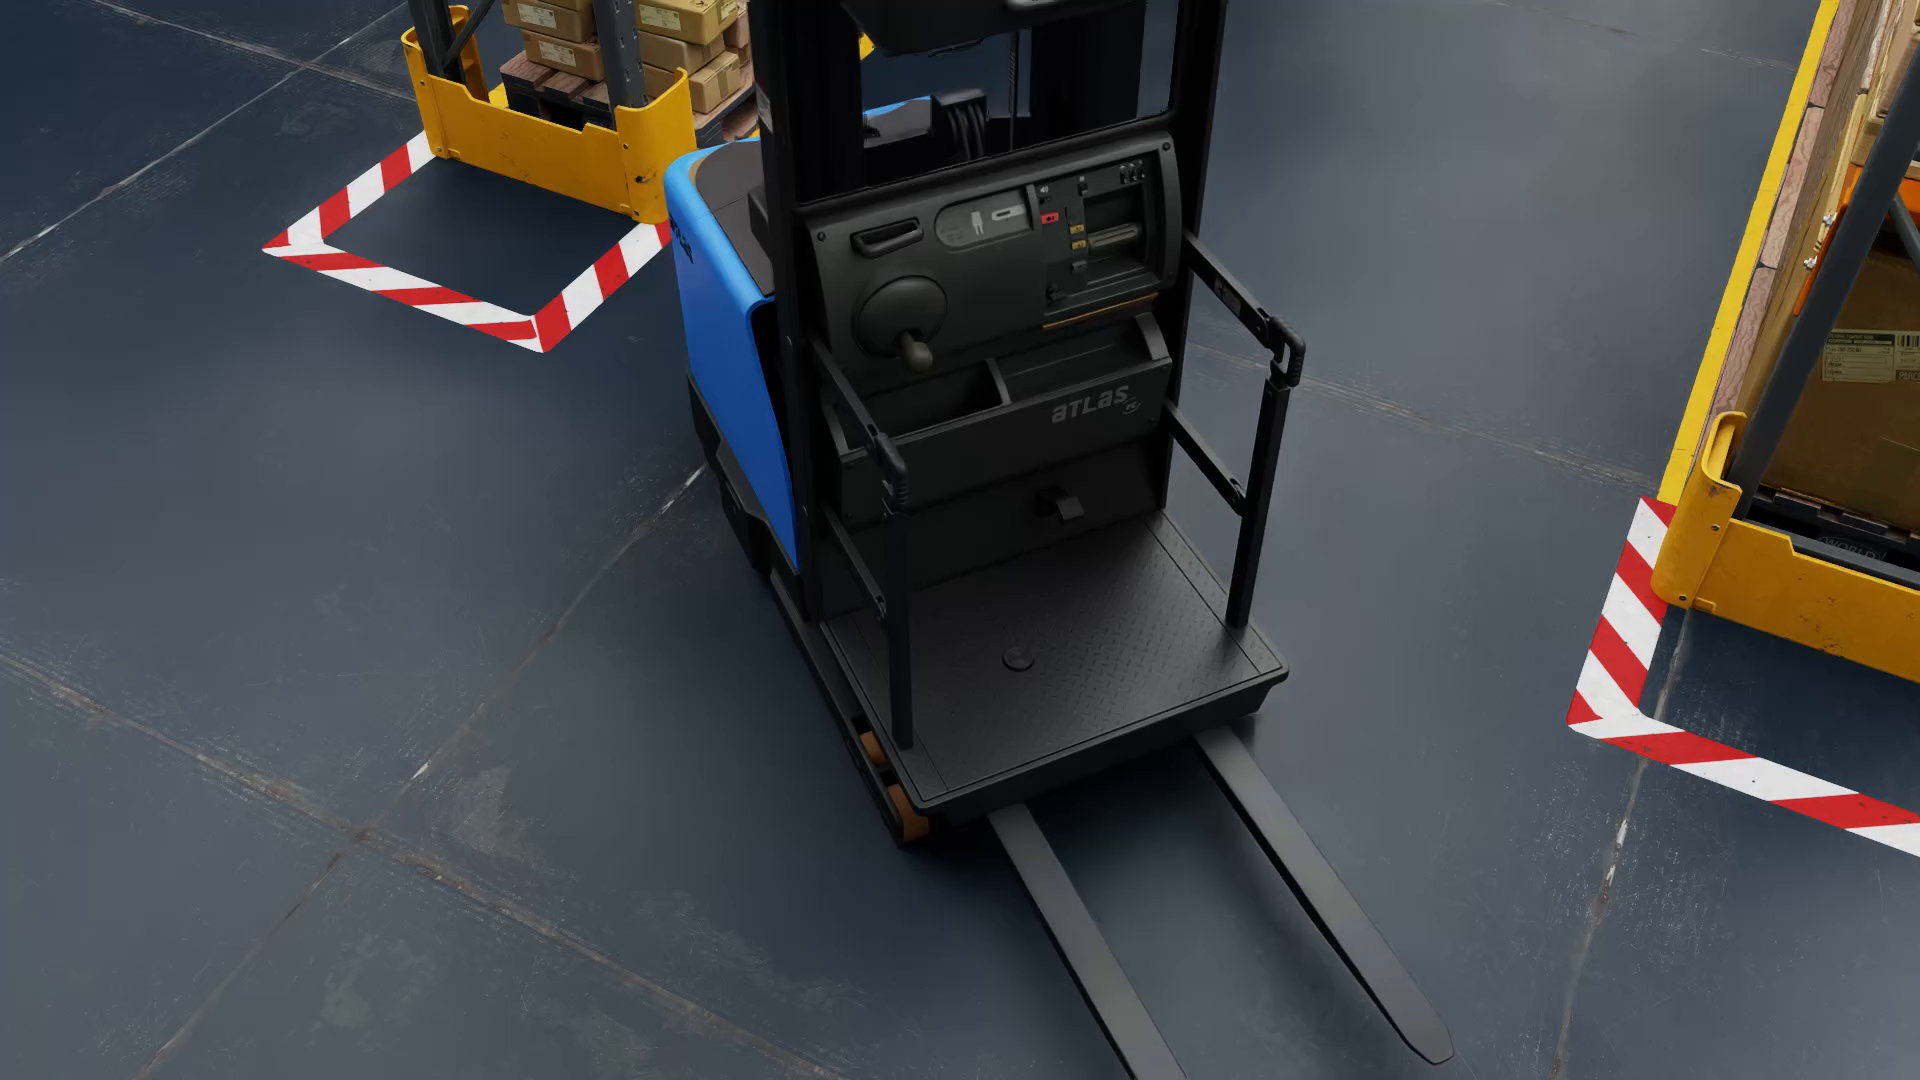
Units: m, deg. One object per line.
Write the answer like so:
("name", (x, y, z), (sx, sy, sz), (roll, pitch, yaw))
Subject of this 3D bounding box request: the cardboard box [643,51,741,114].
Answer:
("cardboard box", (-1.114, -1.886, 6.714), (0.380, 0.149, 0.250), (21, 49, 20))

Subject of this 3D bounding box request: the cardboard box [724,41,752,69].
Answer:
("cardboard box", (-1.065, -2.078, 6.904), (0.380, 0.149, 0.250), (20, 49, 19))

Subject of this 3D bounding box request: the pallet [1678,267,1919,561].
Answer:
("pallet", (3.008, -0.364, 5.461), (1.003, 0.211, 1.213), (20, 49, 19))

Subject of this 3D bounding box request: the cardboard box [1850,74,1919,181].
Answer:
("cardboard box", (2.580, -1.059, 4.365), (0.380, 0.149, 0.250), (21, 49, 20))

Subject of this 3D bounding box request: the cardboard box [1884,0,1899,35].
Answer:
("cardboard box", (2.934, -1.539, 4.839), (0.380, 0.149, 0.250), (21, 49, 20))

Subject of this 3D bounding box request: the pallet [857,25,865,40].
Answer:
("pallet", (-0.629, -2.849, 7.918), (1.003, 0.211, 1.213), (20, 49, 19))

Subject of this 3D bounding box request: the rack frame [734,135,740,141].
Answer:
("rack frame", (-0.632, -0.895, 5.498), (0.006, 0.900, 0.240), (-33, 54, -29))

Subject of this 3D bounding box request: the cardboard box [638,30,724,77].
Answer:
("cardboard box", (-1.170, -2.011, 6.629), (0.380, 0.149, 0.250), (22, 49, 21))

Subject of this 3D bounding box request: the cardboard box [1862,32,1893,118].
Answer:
("cardboard box", (2.699, -1.224, 4.527), (0.380, 0.149, 0.250), (21, 49, 19))

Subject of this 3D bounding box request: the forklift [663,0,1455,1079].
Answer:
("forklift", (0.192, -0.582, 3.764), (1.130, 2.935, 3.031), (-18, 48, -17))

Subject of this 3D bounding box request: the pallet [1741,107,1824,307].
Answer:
("pallet", (3.575, -1.130, 6.218), (1.003, 0.211, 1.213), (20, 49, 19))

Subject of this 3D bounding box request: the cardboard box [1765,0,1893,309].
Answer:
("cardboard box", (3.355, -1.218, 5.544), (0.875, 0.875, 0.875), (20, 49, 19))

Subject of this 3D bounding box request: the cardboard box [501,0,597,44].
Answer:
("cardboard box", (-1.648, -2.193, 6.808), (0.380, 0.149, 0.250), (19, 48, 18))

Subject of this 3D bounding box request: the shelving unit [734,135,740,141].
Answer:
("shelving unit", (-0.557, -0.943, 5.547), (0.210, 0.900, 0.258), (-33, 54, -29))

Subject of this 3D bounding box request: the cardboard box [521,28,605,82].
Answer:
("cardboard box", (-1.581, -2.062, 6.888), (0.380, 0.149, 0.250), (21, 49, 20))

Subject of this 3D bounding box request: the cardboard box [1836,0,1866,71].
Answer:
("cardboard box", (4.186, -2.346, 6.658), (0.875, 0.875, 0.875), (20, 49, 19))

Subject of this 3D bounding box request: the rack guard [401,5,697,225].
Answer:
("rack guard", (-1.605, -1.685, 6.564), (1.175, 0.500, 0.348), (20, 49, 19))

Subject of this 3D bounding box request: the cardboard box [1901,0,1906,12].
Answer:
("cardboard box", (2.932, -1.579, 4.598), (0.500, 0.250, 0.500), (20, 49, 18))

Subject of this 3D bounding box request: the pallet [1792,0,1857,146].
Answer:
("pallet", (4.140, -1.901, 6.981), (1.003, 0.211, 1.213), (20, 49, 19))

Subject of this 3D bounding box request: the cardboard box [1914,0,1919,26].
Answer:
("cardboard box", (2.699, -1.524, 4.016), (0.500, 0.500, 0.500), (21, 49, 20))

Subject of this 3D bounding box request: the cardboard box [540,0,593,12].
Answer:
("cardboard box", (-1.619, -2.288, 6.693), (0.380, 0.149, 0.250), (21, 49, 19))

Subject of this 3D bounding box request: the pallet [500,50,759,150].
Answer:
("pallet", (-1.197, -2.084, 7.161), (1.003, 0.211, 1.213), (20, 49, 19))

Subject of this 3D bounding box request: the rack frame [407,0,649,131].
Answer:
("rack frame", (-1.640, -2.516, 5.628), (1.000, 3.000, 0.127), (20, 49, 19))

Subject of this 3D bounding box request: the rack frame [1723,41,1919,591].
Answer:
("rack frame", (2.706, -0.815, 3.946), (1.000, 3.000, 0.127), (20, 49, 19))

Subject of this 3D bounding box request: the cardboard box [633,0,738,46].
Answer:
("cardboard box", (-1.096, -2.088, 6.496), (0.380, 0.149, 0.250), (18, 48, 17))

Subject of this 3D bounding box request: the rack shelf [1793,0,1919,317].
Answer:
("rack shelf", (3.634, -1.822, 5.447), (1.077, 0.370, 4.000), (20, 49, 19))

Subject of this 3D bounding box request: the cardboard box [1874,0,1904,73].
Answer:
("cardboard box", (2.817, -1.382, 4.684), (0.380, 0.149, 0.250), (21, 49, 19))

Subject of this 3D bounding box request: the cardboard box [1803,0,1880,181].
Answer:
("cardboard box", (3.768, -1.779, 6.098), (0.875, 0.875, 0.875), (20, 49, 19))

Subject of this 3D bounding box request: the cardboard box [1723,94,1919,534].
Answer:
("cardboard box", (2.932, -0.645, 4.977), (0.875, 0.875, 0.875), (20, 49, 19))

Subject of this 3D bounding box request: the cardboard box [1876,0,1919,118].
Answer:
("cardboard box", (2.696, -1.259, 4.282), (0.500, 0.250, 0.500), (20, 49, 18))

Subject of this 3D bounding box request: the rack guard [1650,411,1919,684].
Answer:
("rack guard", (2.695, 0.079, 4.820), (1.175, 0.500, 0.348), (20, 49, 19))

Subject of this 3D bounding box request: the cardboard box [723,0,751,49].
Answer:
("cardboard box", (-0.993, -2.165, 6.781), (0.380, 0.149, 0.250), (20, 49, 19))
